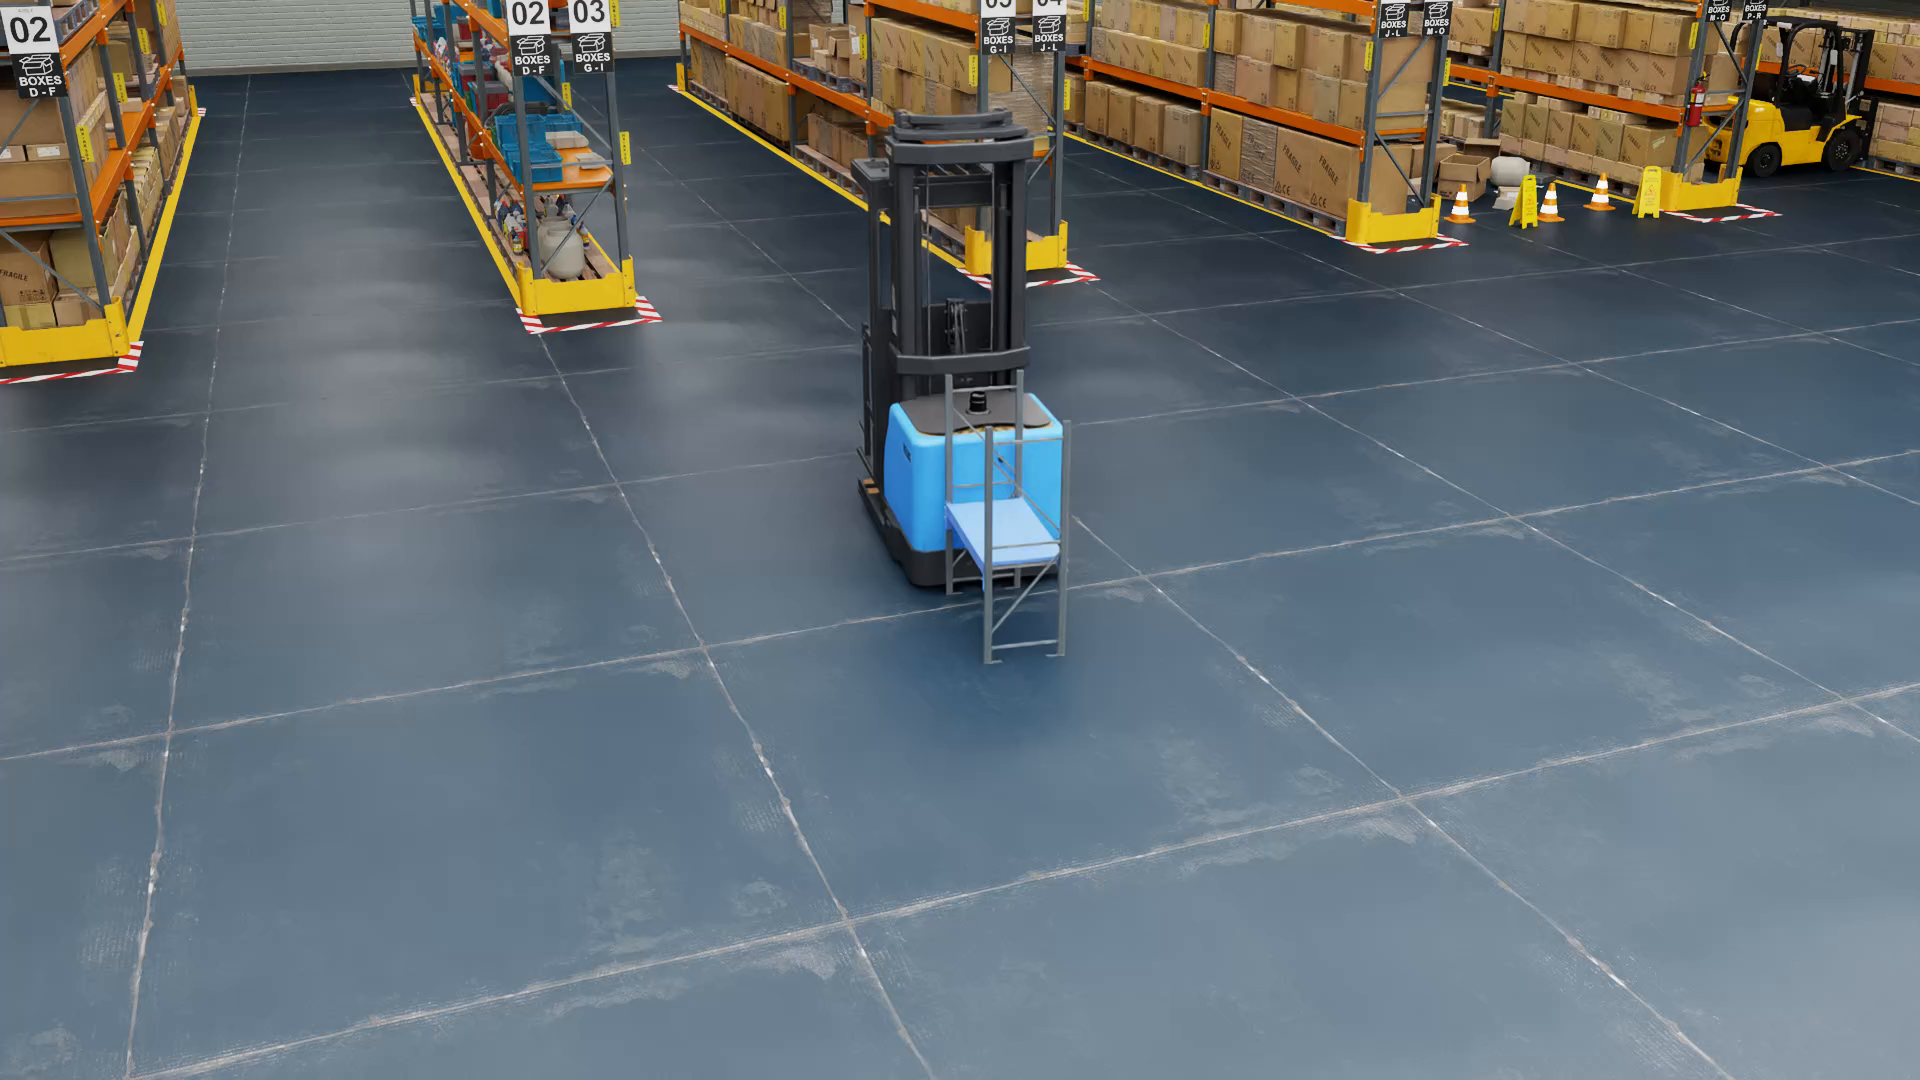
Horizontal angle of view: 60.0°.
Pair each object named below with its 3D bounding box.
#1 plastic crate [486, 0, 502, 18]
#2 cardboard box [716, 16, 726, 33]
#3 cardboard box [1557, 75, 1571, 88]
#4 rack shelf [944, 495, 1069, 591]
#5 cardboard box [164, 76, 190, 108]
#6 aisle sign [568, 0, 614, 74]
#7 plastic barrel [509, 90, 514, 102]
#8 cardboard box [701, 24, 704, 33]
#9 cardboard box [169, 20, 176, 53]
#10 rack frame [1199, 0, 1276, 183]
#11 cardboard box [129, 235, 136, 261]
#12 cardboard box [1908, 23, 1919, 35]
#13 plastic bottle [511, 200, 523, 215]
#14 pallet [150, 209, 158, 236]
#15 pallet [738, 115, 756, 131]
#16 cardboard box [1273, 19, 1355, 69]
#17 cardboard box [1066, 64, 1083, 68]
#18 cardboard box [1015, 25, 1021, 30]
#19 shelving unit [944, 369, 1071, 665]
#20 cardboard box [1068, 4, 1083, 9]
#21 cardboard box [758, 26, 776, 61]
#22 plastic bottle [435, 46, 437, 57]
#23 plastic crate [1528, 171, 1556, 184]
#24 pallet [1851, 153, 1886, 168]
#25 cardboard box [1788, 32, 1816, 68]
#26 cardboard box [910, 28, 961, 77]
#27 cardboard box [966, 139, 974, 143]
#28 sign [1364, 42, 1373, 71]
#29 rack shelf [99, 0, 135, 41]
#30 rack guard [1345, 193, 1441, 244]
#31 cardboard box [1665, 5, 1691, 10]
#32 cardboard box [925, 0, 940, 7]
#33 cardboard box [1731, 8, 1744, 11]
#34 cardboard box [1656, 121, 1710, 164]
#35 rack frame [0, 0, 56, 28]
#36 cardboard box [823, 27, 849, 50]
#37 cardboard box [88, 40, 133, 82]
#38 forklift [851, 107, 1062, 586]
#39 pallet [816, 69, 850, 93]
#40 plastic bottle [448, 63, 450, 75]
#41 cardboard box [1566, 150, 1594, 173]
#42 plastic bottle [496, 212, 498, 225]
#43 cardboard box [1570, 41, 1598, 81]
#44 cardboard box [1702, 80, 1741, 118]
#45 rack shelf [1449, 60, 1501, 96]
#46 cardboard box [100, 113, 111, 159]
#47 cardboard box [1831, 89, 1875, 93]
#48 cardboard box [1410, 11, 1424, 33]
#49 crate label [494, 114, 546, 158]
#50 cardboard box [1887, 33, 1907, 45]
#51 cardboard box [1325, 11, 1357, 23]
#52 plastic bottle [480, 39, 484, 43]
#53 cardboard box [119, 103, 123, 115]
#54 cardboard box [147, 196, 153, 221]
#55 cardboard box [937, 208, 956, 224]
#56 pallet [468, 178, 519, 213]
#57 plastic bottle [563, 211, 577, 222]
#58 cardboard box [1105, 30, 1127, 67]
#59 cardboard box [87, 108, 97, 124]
[{"bbox_3d":[-4.916,-5.850,17.927,0.392,0.384,0.575,-8,24,-19],"label":"plastic crate"},{"bbox_3d":[-3.968,-9.056,29.184,0.500,0.250,0.500,-9,24,-20],"label":"cardboard box"},{"bbox_3d":[8.785,-6.576,23.814,0.380,0.149,0.250,-8,24,-19],"label":"cardboard box"},{"bbox_3d":[0.271,0.006,10.269,0.538,0.185,1.000,-5,23,-12],"label":"rack shelf"},{"bbox_3d":[-13.826,-7.846,29.156,0.500,0.500,0.500,-8,24,-19],"label":"cardboard box"},{"bbox_3d":[-3.661,-5.036,16.489,0.394,0.787,0.004,-8,24,-19],"label":"aisle sign"},{"bbox_3d":[-5.698,-5.715,21.626,0.301,0.262,0.301,0,23,0],"label":"plastic barrel"},{"bbox_3d":[-4.524,-9.373,30.450,0.380,0.149,0.250,-8,24,-18],"label":"cardboard box"},{"bbox_3d":[-13.300,-8.327,27.515,0.500,0.500,0.500,-9,24,-20],"label":"cardboard box"},{"bbox_3d":[3.936,-6.601,23.548,1.000,3.000,0.127,-8,24,-19],"label":"rack frame"},{"bbox_3d":[-9.473,-3.204,18.489,0.500,0.250,0.500,-8,24,-19],"label":"cardboard box"},{"bbox_3d":[14.010,-7.406,24.113,0.380,0.149,0.250,-8,24,-19],"label":"cardboard box"},{"bbox_3d":[-5.342,-3.929,20.054,0.144,0.351,0.185,-8,24,-19],"label":"plastic bottle"},{"bbox_3d":[-10.741,-4.020,21.017,1.003,0.211,1.213,-8,24,-19],"label":"pallet"},{"bbox_3d":[-3.223,-7.309,28.819,1.003,0.211,1.213,-8,24,-19],"label":"pallet"},{"bbox_3d":[4.594,-6.438,21.579,0.875,0.550,0.500,-8,24,-19],"label":"cardboard box"},{"bbox_3d":[2.164,-8.091,28.796,0.500,0.250,0.500,-8,24,-19],"label":"cardboard box"},{"bbox_3d":[1.185,-9.004,29.033,0.380,0.149,0.250,-9,25,-21],"label":"cardboard box"},{"bbox_3d":[0.271,-0.160,10.199,0.538,1.500,1.048,-5,23,-12],"label":"shelving unit"},{"bbox_3d":[2.075,-9.078,28.442,0.380,0.149,0.250,-8,24,-17],"label":"cardboard box"},{"bbox_3d":[-2.916,-7.972,26.673,0.500,0.500,0.500,-9,25,-21],"label":"cardboard box"},{"bbox_3d":[-8.330,-7.810,26.583,0.097,0.271,0.097,0,23,0],"label":"plastic bottle"},{"bbox_3d":[8.318,-5.288,24.194,0.402,0.080,0.583,-18,29,-37],"label":"plastic crate"},{"bbox_3d":[13.850,-5.975,25.655,1.003,0.211,1.213,-8,24,-19],"label":"pallet"},{"bbox_3d":[13.285,-7.661,25.935,0.500,0.500,0.500,-8,24,-18],"label":"cardboard box"},{"bbox_3d":[-0.278,-5.859,19.990,0.500,0.500,0.500,-8,24,-19],"label":"cardboard box"},{"bbox_3d":[0.291,-4.554,19.016,0.380,0.149,0.250,-8,24,-19],"label":"cardboard box"},{"bbox_3d":[4.836,-5.721,19.665,0.100,0.325,0.005,-8,24,-19],"label":"sign"},{"bbox_3d":[-10.716,-6.376,20.081,1.077,0.370,4.000,-8,24,-19],"label":"rack shelf"},{"bbox_3d":[5.357,-3.987,20.565,1.175,0.500,0.348,-8,24,-19],"label":"rack guard"},{"bbox_3d":[12.200,-8.983,28.238,0.380,0.149,0.250,-9,24,-20],"label":"cardboard box"},{"bbox_3d":[-0.087,-6.325,19.226,0.500,0.250,0.500,-8,24,-18],"label":"cardboard box"},{"bbox_3d":[13.007,-8.787,27.771,0.380,0.149,0.250,-9,24,-20],"label":"cardboard box"},{"bbox_3d":[9.909,-5.475,22.911,0.500,0.500,0.500,-9,25,-21],"label":"cardboard box"},{"bbox_3d":[-8.596,-5.910,14.186,1.000,3.000,0.127,-8,24,-19],"label":"rack frame"},{"bbox_3d":[-1.634,-7.270,24.467,0.700,0.500,0.500,-5,23,-11],"label":"cardboard box"},{"bbox_3d":[-11.750,-6.505,22.653,0.700,0.500,0.500,-18,29,-36],"label":"cardboard box"},{"bbox_3d":[-0.139,-1.596,11.763,1.130,2.935,3.031,-5,23,-12],"label":"forklift"},{"bbox_3d":[-1.416,-6.608,23.813,1.003,0.211,1.213,-8,24,-19],"label":"pallet"},{"bbox_3d":[-7.503,-6.959,24.564,0.097,0.271,0.097,0,23,0],"label":"plastic bottle"},{"bbox_3d":[9.041,-5.425,23.759,0.500,0.250,0.500,-9,25,-21],"label":"cardboard box"},{"bbox_3d":[-5.599,-3.941,20.274,0.097,0.201,0.097,0,23,0],"label":"plastic bottle"},{"bbox_3d":[8.987,-6.757,23.408,0.500,0.500,0.500,-8,24,-18],"label":"cardboard box"},{"bbox_3d":[12.978,-7.286,27.692,0.875,0.625,0.625,-7,24,-17],"label":"cardboard box"},{"bbox_3d":[7.824,-7.712,27.111,1.077,0.370,4.000,-8,24,-19],"label":"rack shelf"},{"bbox_3d":[-9.846,-4.485,18.399,0.700,0.500,0.500,-9,24,-20],"label":"cardboard box"},{"bbox_3d":[13.887,-6.866,25.891,0.500,0.250,0.500,-8,24,-19],"label":"cardboard box"},{"bbox_3d":[7.614,-8.388,26.737,0.500,0.500,0.500,-9,25,-21],"label":"cardboard box"},{"bbox_3d":[-4.864,-4.472,18.452,0.502,0.435,0.616,-8,24,-19],"label":"crate label"},{"bbox_3d":[13.834,-7.352,24.367,0.380,0.149,0.250,-9,25,-21],"label":"cardboard box"},{"bbox_3d":[6.709,-9.072,28.962,0.500,0.250,0.500,-8,24,-19],"label":"cardboard box"},{"bbox_3d":[-7.758,-8.028,27.095,0.152,0.276,0.135,-8,24,-19],"label":"plastic bottle"},{"bbox_3d":[-10.919,-5.481,21.215,0.380,0.149,0.250,-7,24,-15],"label":"cardboard box"},{"bbox_3d":[-10.285,-4.080,20.567,0.500,0.250,0.500,-9,25,-21],"label":"cardboard box"},{"bbox_3d":[0.021,-4.217,20.570,0.500,0.500,0.500,-6,24,-14],"label":"cardboard box"},{"bbox_3d":[-6.122,-4.716,22.668,1.003,0.211,1.213,-8,24,-19],"label":"pallet"},{"bbox_3d":[-4.641,-3.784,19.806,0.152,0.276,0.135,-8,24,-18],"label":"plastic bottle"},{"bbox_3d":[2.611,-7.716,26.065,0.500,0.500,0.500,-9,24,-19],"label":"cardboard box"},{"bbox_3d":[-9.265,-4.413,17.394,0.380,0.149,0.250,-8,24,-17],"label":"cardboard box"}]
